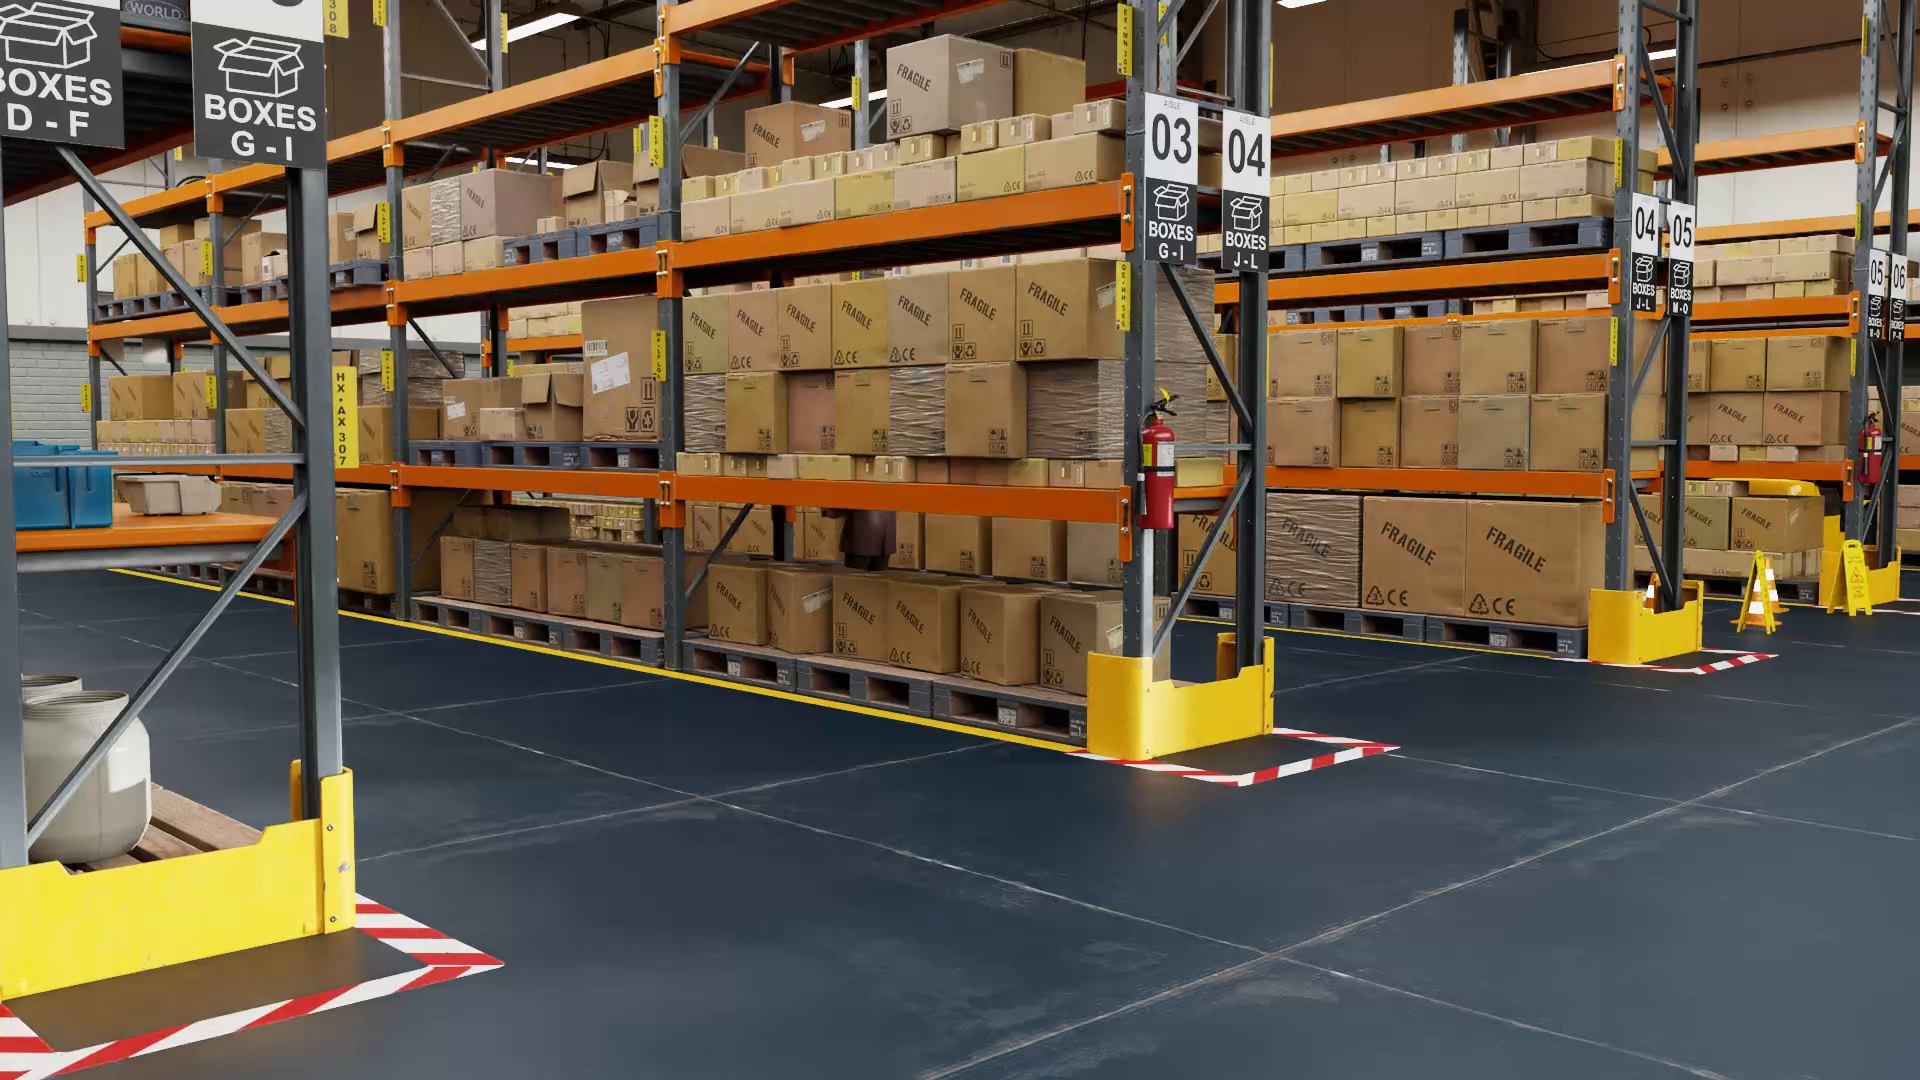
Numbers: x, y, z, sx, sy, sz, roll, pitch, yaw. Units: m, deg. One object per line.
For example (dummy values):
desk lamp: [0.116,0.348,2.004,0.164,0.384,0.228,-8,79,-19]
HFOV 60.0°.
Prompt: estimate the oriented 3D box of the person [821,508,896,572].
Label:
person: [-0.754,-0.119,12.567,0.563,1.769,0.530,3,5,37]
